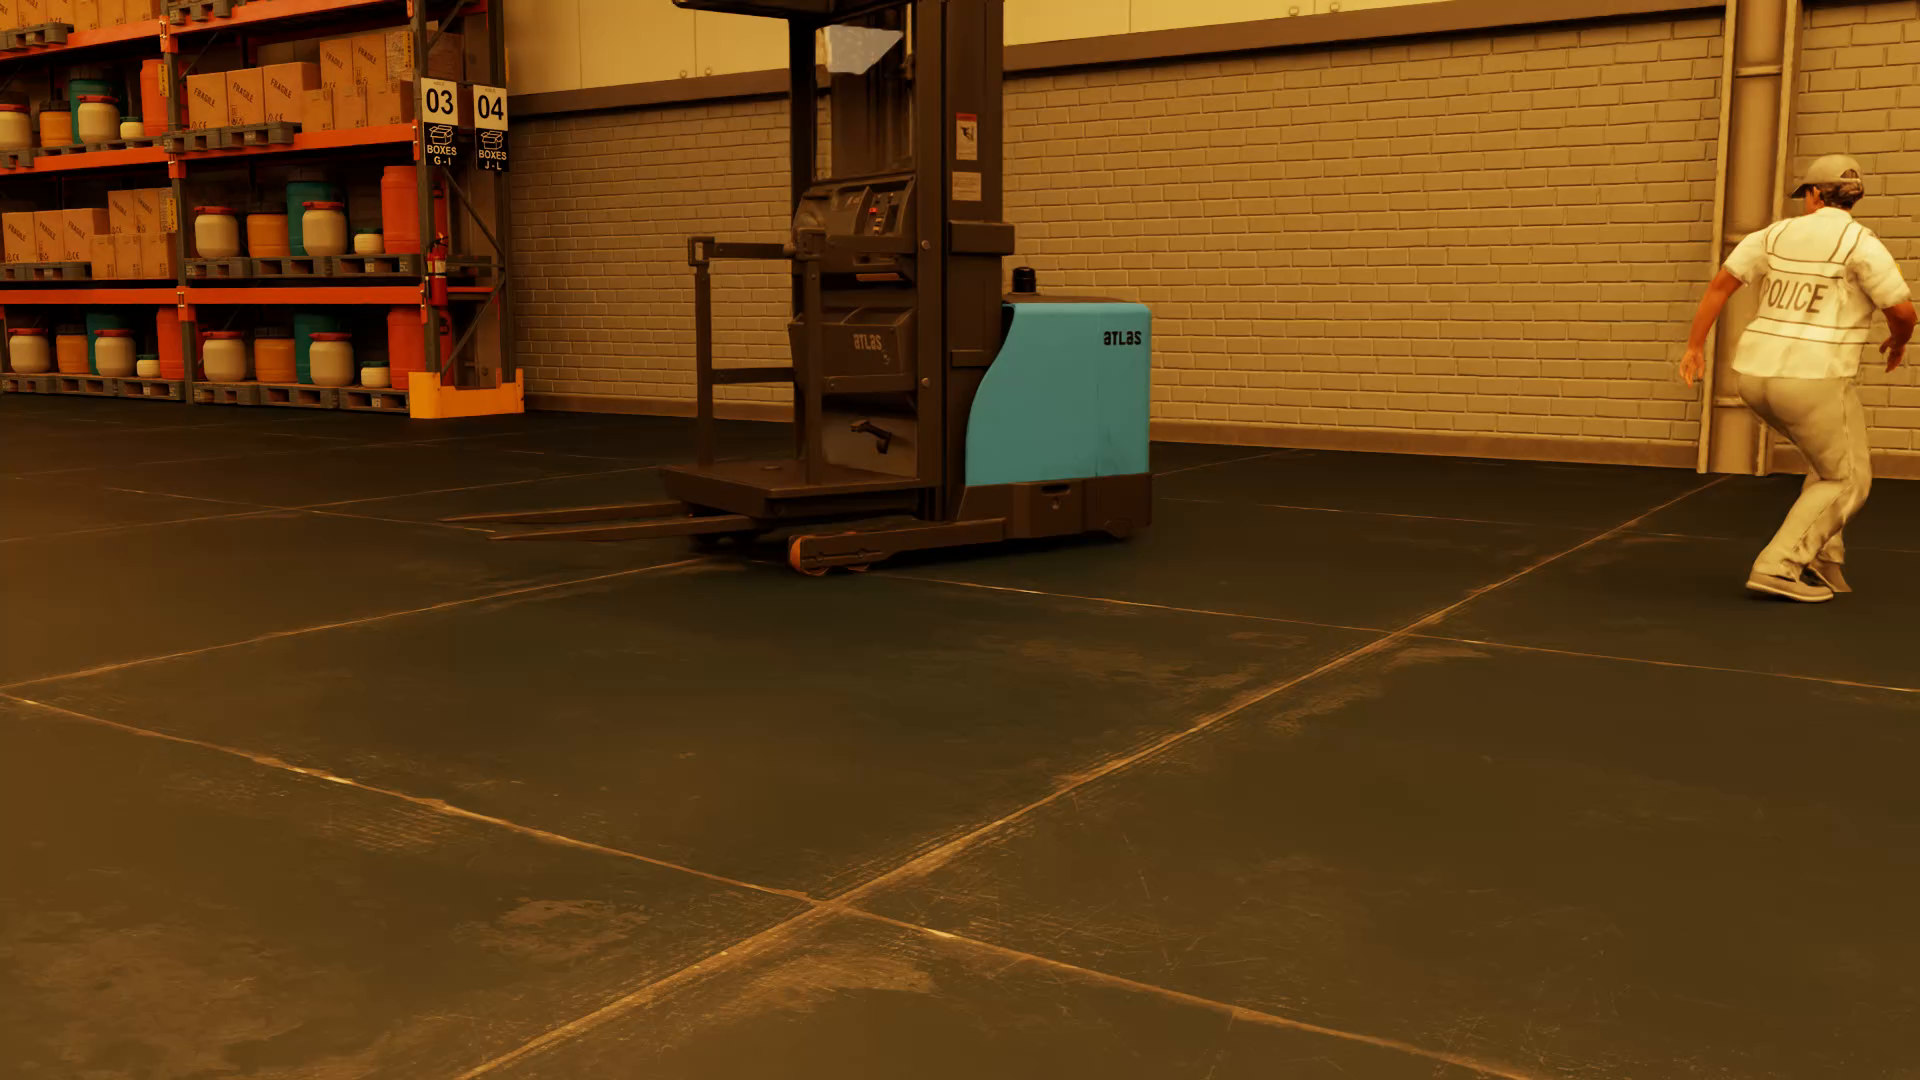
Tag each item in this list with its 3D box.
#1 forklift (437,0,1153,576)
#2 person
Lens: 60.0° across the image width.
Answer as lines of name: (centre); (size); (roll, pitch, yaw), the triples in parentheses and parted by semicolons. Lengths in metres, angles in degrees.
forklift: (-0.632, -1.392, 6.979); (3.031, 2.935, 1.130); (-5, 10, -33)
person: (3.088, -0.554, 6.043); (0.736, 1.665, 0.569); (-2, 8, -11)
